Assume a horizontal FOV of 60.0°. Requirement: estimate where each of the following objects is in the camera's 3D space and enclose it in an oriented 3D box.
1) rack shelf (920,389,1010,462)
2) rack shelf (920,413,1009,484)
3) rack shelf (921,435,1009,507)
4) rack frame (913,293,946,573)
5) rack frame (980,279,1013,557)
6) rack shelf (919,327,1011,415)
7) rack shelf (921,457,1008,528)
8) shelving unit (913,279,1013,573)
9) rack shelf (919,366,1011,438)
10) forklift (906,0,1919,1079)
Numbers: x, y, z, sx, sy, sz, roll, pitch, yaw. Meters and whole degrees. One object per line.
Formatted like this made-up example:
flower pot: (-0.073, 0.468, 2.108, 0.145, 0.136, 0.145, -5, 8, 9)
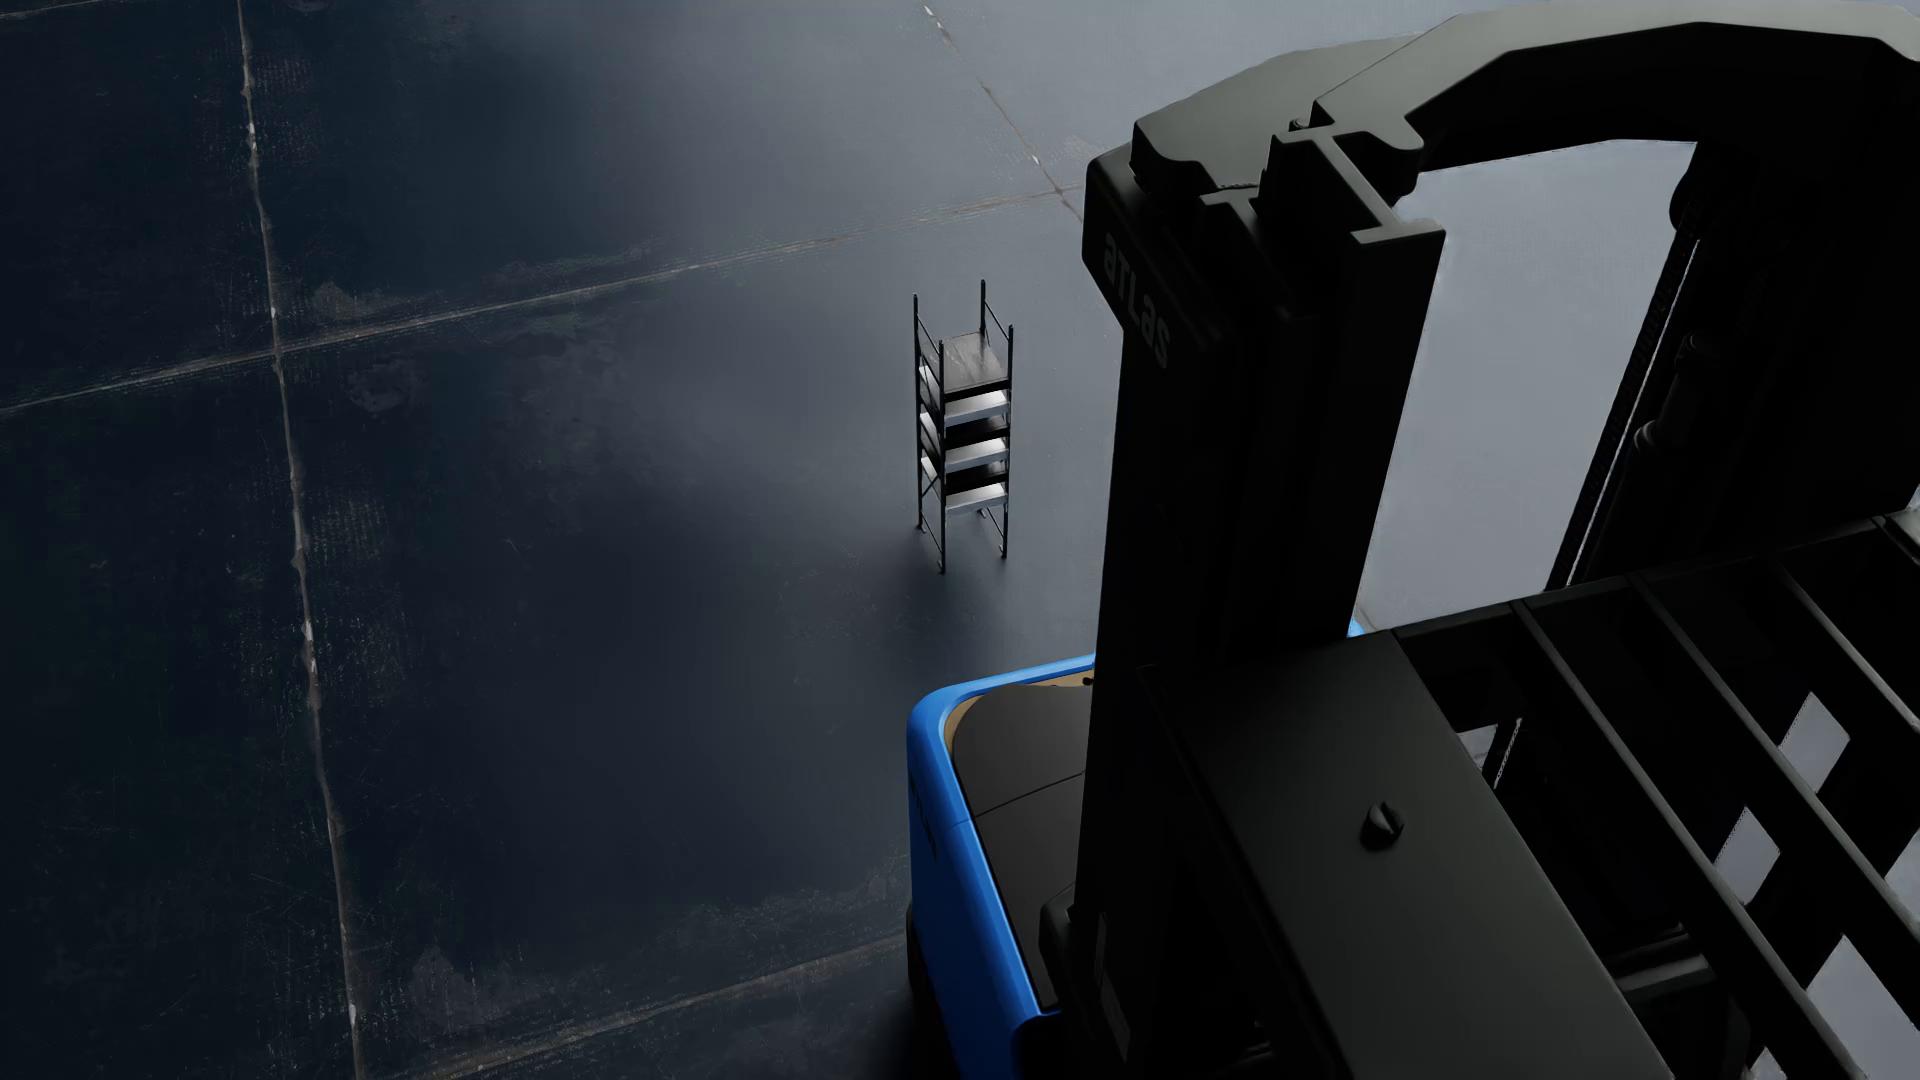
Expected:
rack shelf: (0.008, -0.360, 4.893, 0.200, 0.077, 0.258, -14, 47, -14)
rack shelf: (0.008, -0.296, 4.957, 0.200, 0.077, 0.258, -14, 47, -14)
rack shelf: (0.008, -0.233, 5.021, 0.200, 0.077, 0.258, -14, 47, -14)
rack frame: (-0.088, -0.295, 4.909, 0.006, 0.900, 0.240, -14, 47, -14)
rack frame: (0.103, -0.344, 4.958, 0.006, 0.900, 0.240, -14, 47, -14)
rack shelf: (0.008, -0.487, 4.766, 0.200, 0.077, 0.258, -14, 47, -14)
rack shelf: (0.008, -0.169, 5.084, 0.200, 0.077, 0.258, -14, 47, -14)
shelving unit: (0.008, -0.320, 4.933, 0.210, 0.900, 0.258, -14, 47, -14)
rack shelf: (0.008, -0.423, 4.829, 0.200, 0.077, 0.258, -14, 47, -14)
forklift: (0.777, 0.948, 2.235, 1.130, 2.935, 3.031, -12, 46, -11)
